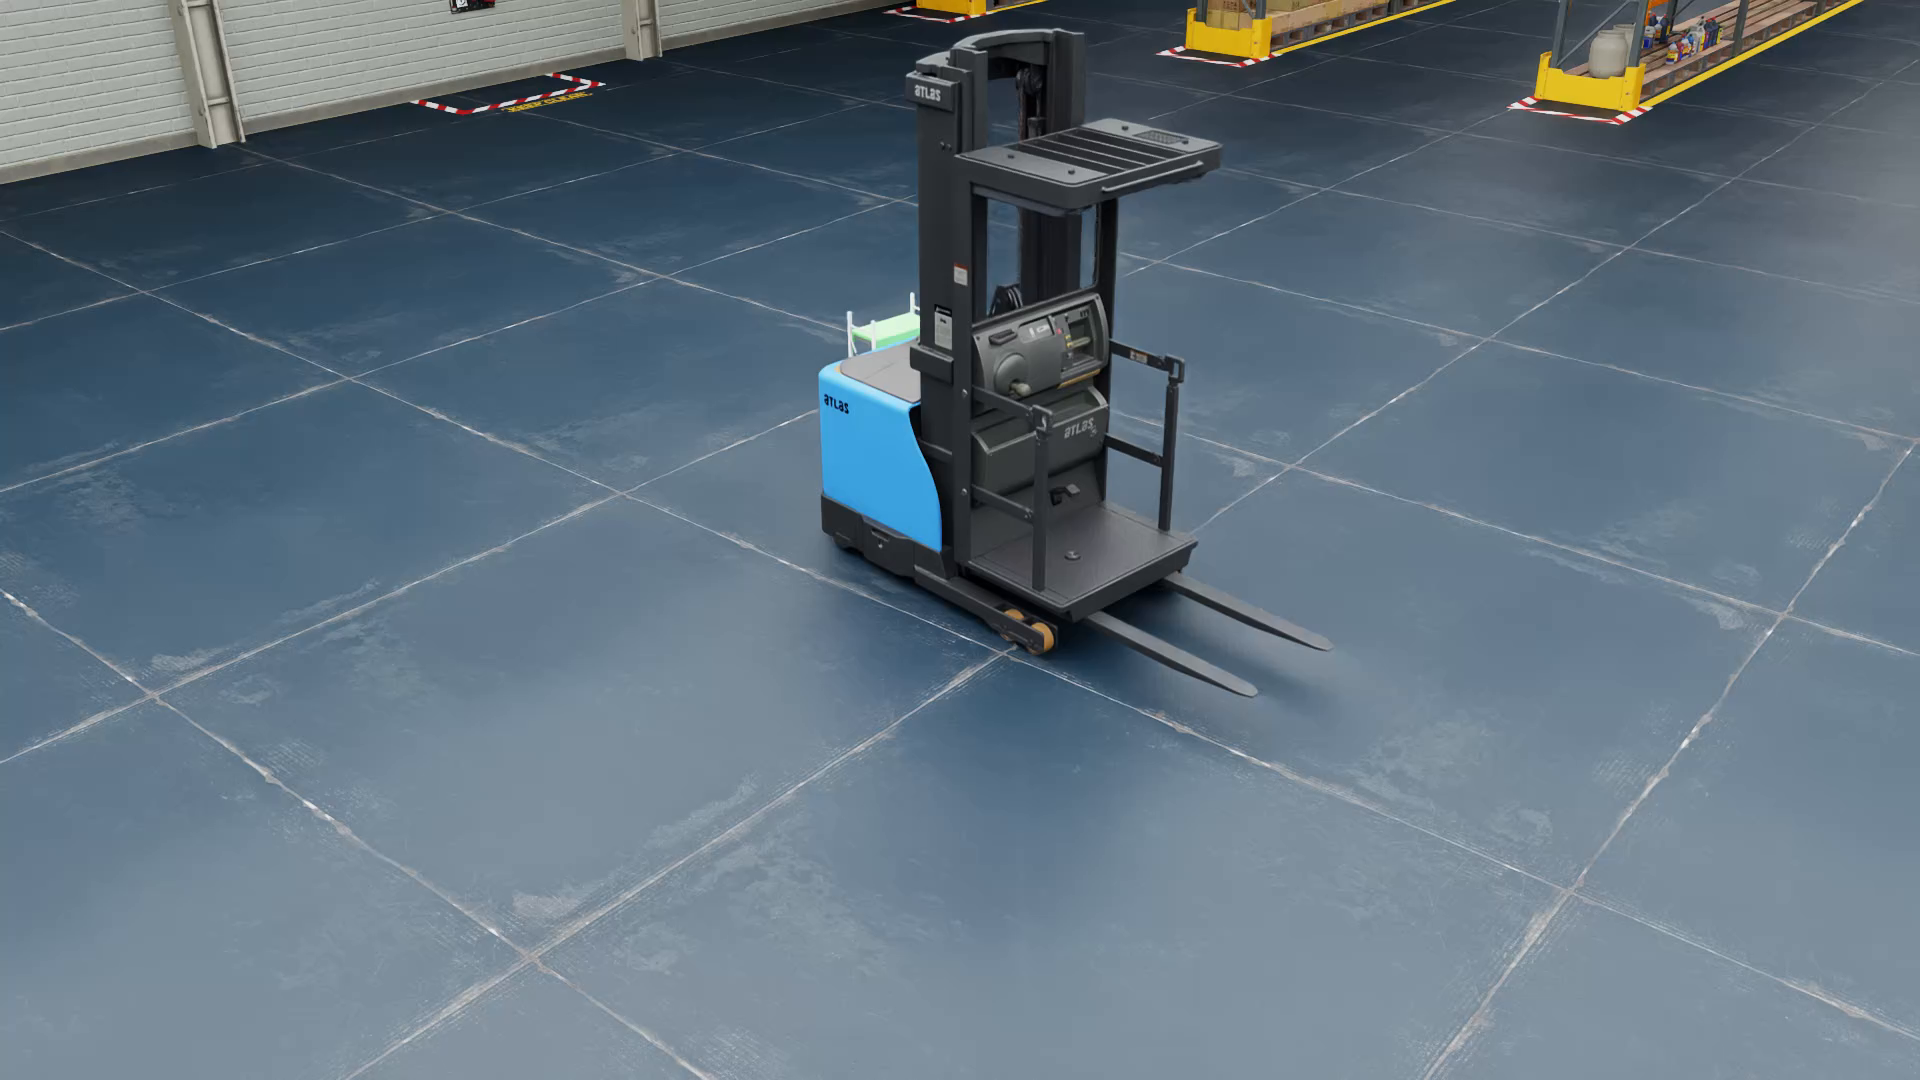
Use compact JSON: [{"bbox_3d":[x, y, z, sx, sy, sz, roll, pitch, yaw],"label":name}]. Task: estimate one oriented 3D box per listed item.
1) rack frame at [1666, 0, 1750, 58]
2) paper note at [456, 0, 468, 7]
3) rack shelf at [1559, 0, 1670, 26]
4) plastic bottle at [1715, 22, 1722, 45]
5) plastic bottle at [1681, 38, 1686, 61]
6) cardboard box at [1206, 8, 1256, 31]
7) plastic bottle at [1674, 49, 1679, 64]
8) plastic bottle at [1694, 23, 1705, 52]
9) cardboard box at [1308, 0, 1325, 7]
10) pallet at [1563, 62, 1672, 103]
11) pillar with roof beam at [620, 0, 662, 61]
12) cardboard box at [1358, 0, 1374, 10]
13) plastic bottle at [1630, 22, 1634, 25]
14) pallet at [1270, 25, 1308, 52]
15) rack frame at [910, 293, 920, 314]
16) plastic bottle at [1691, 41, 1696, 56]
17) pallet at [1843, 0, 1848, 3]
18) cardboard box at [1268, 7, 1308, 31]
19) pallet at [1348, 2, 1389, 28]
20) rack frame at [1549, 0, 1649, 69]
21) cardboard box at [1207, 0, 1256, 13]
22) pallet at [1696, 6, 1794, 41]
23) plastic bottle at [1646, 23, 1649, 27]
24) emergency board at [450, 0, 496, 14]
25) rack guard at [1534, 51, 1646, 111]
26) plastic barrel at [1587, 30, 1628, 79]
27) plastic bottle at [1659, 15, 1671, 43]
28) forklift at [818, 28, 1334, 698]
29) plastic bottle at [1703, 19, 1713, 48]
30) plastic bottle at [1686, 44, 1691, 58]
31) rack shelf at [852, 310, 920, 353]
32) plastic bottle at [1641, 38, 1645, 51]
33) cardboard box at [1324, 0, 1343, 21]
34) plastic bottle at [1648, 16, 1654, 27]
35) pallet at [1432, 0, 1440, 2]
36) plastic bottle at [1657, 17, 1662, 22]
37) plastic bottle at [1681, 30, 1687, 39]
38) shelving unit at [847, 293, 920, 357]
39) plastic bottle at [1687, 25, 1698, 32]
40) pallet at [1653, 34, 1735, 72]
[{"bbox_3d":[10.001,-7.938,21.829,1.000,3.000,0.127,21,34,34],"label":"rack frame"},{"bbox_3d":[-5.994,-6.490,19.989,0.016,0.148,0.142,21,34,34],"label":"paper note"},{"bbox_3d":[8.729,-6.909,20.624,1.077,0.370,4.000,21,34,34],"label":"rack shelf"},{"bbox_3d":[9.949,-6.660,21.836,0.061,0.283,0.133,23,35,37],"label":"plastic bottle"},{"bbox_3d":[9.068,-6.176,20.915,0.097,0.271,0.097,0,27,0],"label":"plastic bottle"},{"bbox_3d":[3.750,-7.210,22.959,0.500,0.250,0.500,21,34,34],"label":"cardboard box"},{"bbox_3d":[8.916,-6.061,20.767,0.097,0.201,0.097,0,27,0],"label":"plastic bottle"},{"bbox_3d":[9.486,-6.462,21.380,0.144,0.351,0.185,21,34,34],"label":"plastic bottle"},{"bbox_3d":[4.774,-7.751,23.188,0.500,0.500,0.500,21,34,34],"label":"cardboard box"},{"bbox_3d":[7.990,-5.608,20.361,1.003,0.211,1.213,21,34,34],"label":"pallet"},{"bbox_3d":[-0.905,-9.195,17.731,9.100,9.000,0.400,21,34,34],"label":"pillar with roof beam"},{"bbox_3d":[5.729,-7.949,24.387,0.500,0.250,0.500,21,34,34],"label":"cardboard box"},{"bbox_3d":[8.659,-6.508,21.470,0.144,0.351,0.185,22,35,36],"label":"plastic bottle"},{"bbox_3d":[4.091,-7.013,23.077,1.003,0.211,1.213,21,34,34],"label":"pallet"},{"bbox_3d":[-0.209,-0.914,10.208,0.015,1.200,0.240,-23,35,-37],"label":"rack frame"},{"bbox_3d":[9.326,-6.289,21.209,0.097,0.201,0.097,0,27,0],"label":"plastic bottle"},{"bbox_3d":[13.791,-8.840,26.608,1.003,0.211,1.213,21,34,34],"label":"pallet"},{"bbox_3d":[4.465,-7.237,23.011,0.500,0.250,0.500,21,34,34],"label":"cardboard box"},{"bbox_3d":[5.643,-7.879,24.750,1.003,0.211,1.213,21,34,34],"label":"pallet"},{"bbox_3d":[7.457,-6.520,19.088,1.000,3.000,0.127,21,34,34],"label":"rack frame"},{"bbox_3d":[3.748,-7.544,22.788,0.500,0.500,0.500,21,34,34],"label":"cardboard box"},{"bbox_3d":[11.246,-7.424,23.870,1.003,0.211,1.213,21,34,34],"label":"pallet"},{"bbox_3d":[8.983,-6.626,21.785,0.097,0.271,0.097,0,27,0],"label":"plastic bottle"},{"bbox_3d":[-5.828,-6.924,19.869,0.194,1.169,0.643,21,34,34],"label":"emergency board"},{"bbox_3d":[7.469,-5.450,19.741,1.175,0.500,0.348,21,34,34],"label":"rack guard"},{"bbox_3d":[7.816,-5.857,20.057,0.421,0.512,0.421,0,27,0],"label":"plastic barrel"},{"bbox_3d":[9.279,-6.750,21.937,0.144,0.351,0.185,21,34,34],"label":"plastic bottle"},{"bbox_3d":[0.573,-0.973,8.441,1.130,2.935,3.031,-24,36,-38],"label":"forklift"},{"bbox_3d":[9.692,-6.576,21.601,0.144,0.351,0.185,19,33,32],"label":"plastic bottle"},{"bbox_3d":[9.195,-6.216,21.068,0.097,0.201,0.097,0,27,0],"label":"plastic bottle"},{"bbox_3d":[-0.392,-1.209,9.873,0.480,0.148,0.258,-23,35,-37],"label":"rack shelf"},{"bbox_3d":[8.780,-6.422,21.466,0.097,0.201,0.097,0,27,0],"label":"plastic bottle"},{"bbox_3d":[5.105,-7.590,23.693,0.500,0.250,0.500,21,34,34],"label":"cardboard box"},{"bbox_3d":[9.047,-6.725,21.889,0.144,0.351,0.185,19,33,32],"label":"plastic bottle"},{"bbox_3d":[7.395,-8.855,26.638,1.003,0.211,1.213,21,34,34],"label":"pallet"},{"bbox_3d":[9.275,-6.816,22.146,0.152,0.276,0.135,22,35,36],"label":"plastic bottle"},{"bbox_3d":[9.297,-6.406,21.346,0.061,0.283,0.133,21,34,34],"label":"plastic bottle"},{"bbox_3d":[-0.389,-0.838,10.062,0.503,1.200,0.258,-23,35,-37],"label":"shelving unit"},{"bbox_3d":[9.561,-6.577,21.685,0.152,0.276,0.135,21,34,34],"label":"plastic bottle"},{"bbox_3d":[9.542,-6.473,22.033,1.003,0.211,1.213,21,34,34],"label":"pallet"}]
